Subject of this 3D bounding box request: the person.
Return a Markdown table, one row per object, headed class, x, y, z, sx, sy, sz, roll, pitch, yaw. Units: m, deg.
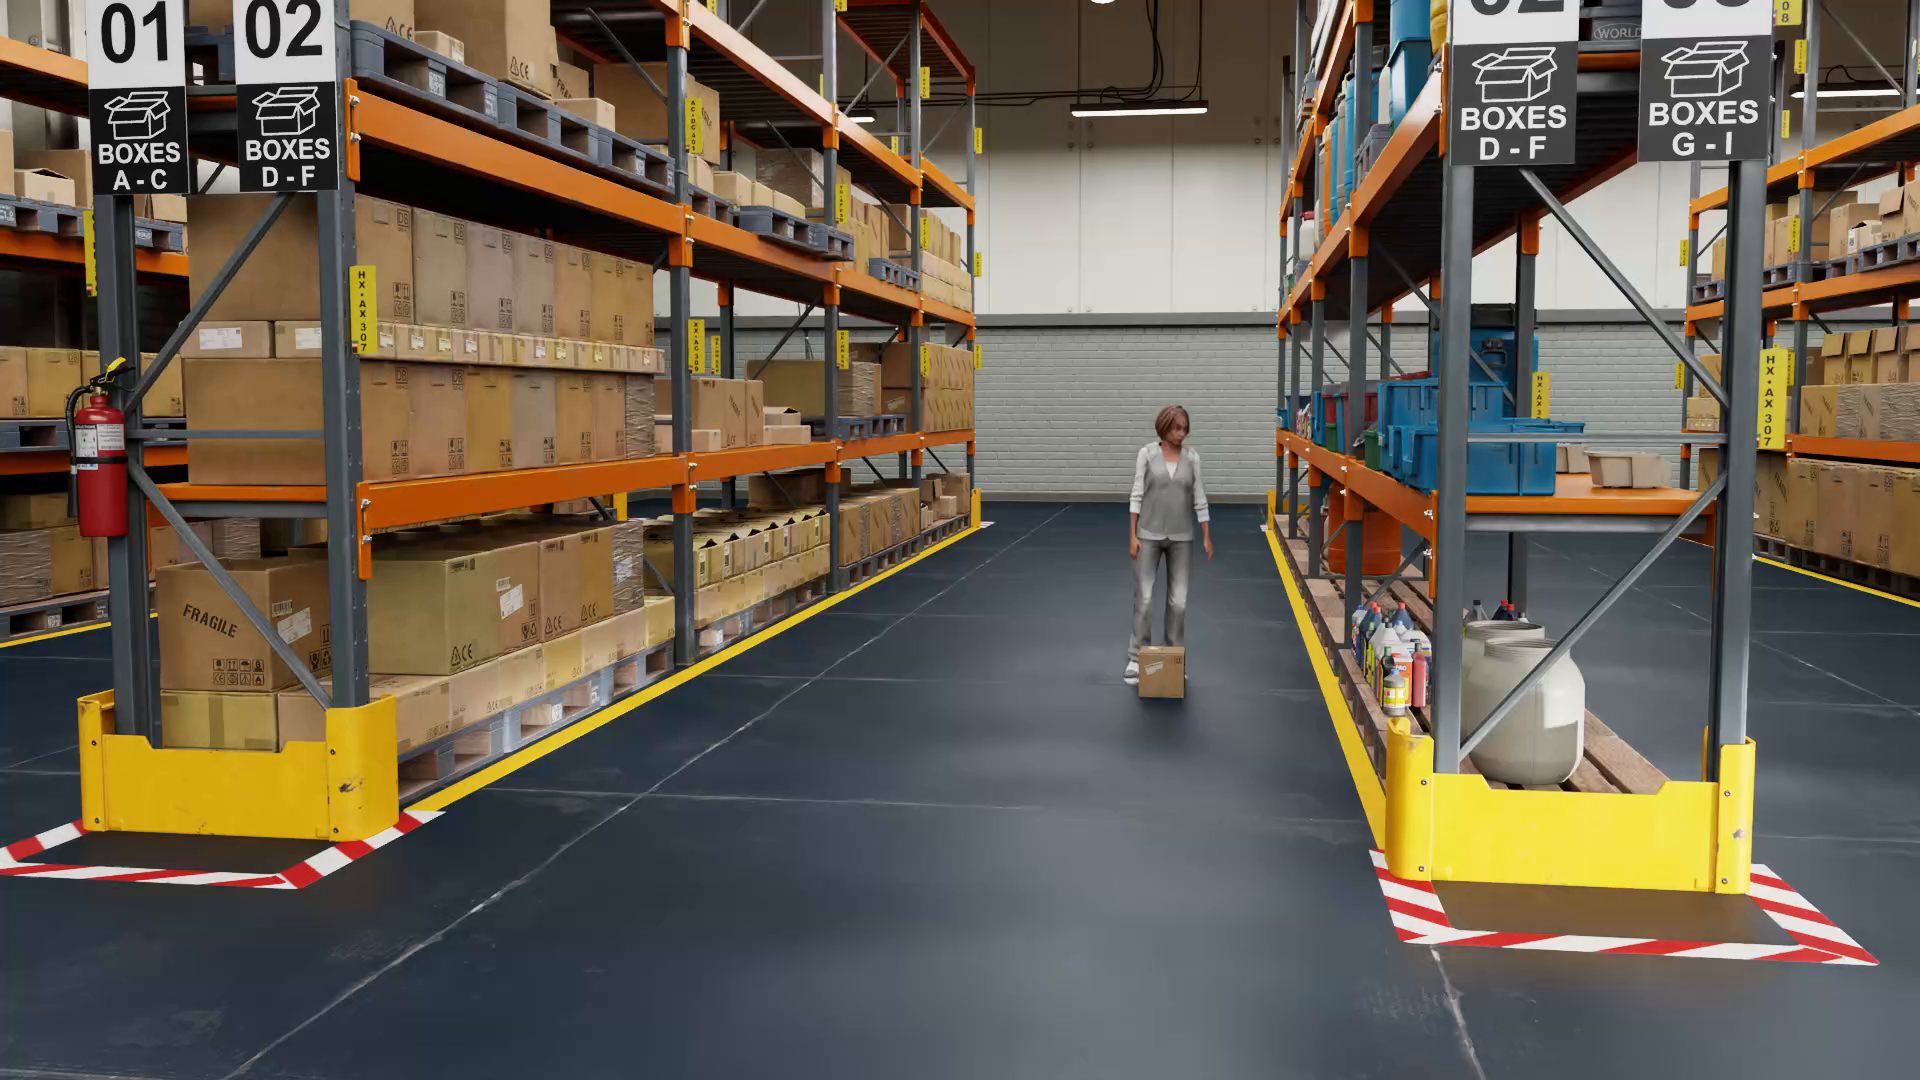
| class | x | y | z | sx | sy | sz | roll | pitch | yaw |
| --- | --- | --- | --- | --- | --- | --- | --- | --- | --- |
| person | 1.219 | 0.025 | 9.735 | 0.519 | 1.602 | 0.318 | 0 | 5 | 0 |
